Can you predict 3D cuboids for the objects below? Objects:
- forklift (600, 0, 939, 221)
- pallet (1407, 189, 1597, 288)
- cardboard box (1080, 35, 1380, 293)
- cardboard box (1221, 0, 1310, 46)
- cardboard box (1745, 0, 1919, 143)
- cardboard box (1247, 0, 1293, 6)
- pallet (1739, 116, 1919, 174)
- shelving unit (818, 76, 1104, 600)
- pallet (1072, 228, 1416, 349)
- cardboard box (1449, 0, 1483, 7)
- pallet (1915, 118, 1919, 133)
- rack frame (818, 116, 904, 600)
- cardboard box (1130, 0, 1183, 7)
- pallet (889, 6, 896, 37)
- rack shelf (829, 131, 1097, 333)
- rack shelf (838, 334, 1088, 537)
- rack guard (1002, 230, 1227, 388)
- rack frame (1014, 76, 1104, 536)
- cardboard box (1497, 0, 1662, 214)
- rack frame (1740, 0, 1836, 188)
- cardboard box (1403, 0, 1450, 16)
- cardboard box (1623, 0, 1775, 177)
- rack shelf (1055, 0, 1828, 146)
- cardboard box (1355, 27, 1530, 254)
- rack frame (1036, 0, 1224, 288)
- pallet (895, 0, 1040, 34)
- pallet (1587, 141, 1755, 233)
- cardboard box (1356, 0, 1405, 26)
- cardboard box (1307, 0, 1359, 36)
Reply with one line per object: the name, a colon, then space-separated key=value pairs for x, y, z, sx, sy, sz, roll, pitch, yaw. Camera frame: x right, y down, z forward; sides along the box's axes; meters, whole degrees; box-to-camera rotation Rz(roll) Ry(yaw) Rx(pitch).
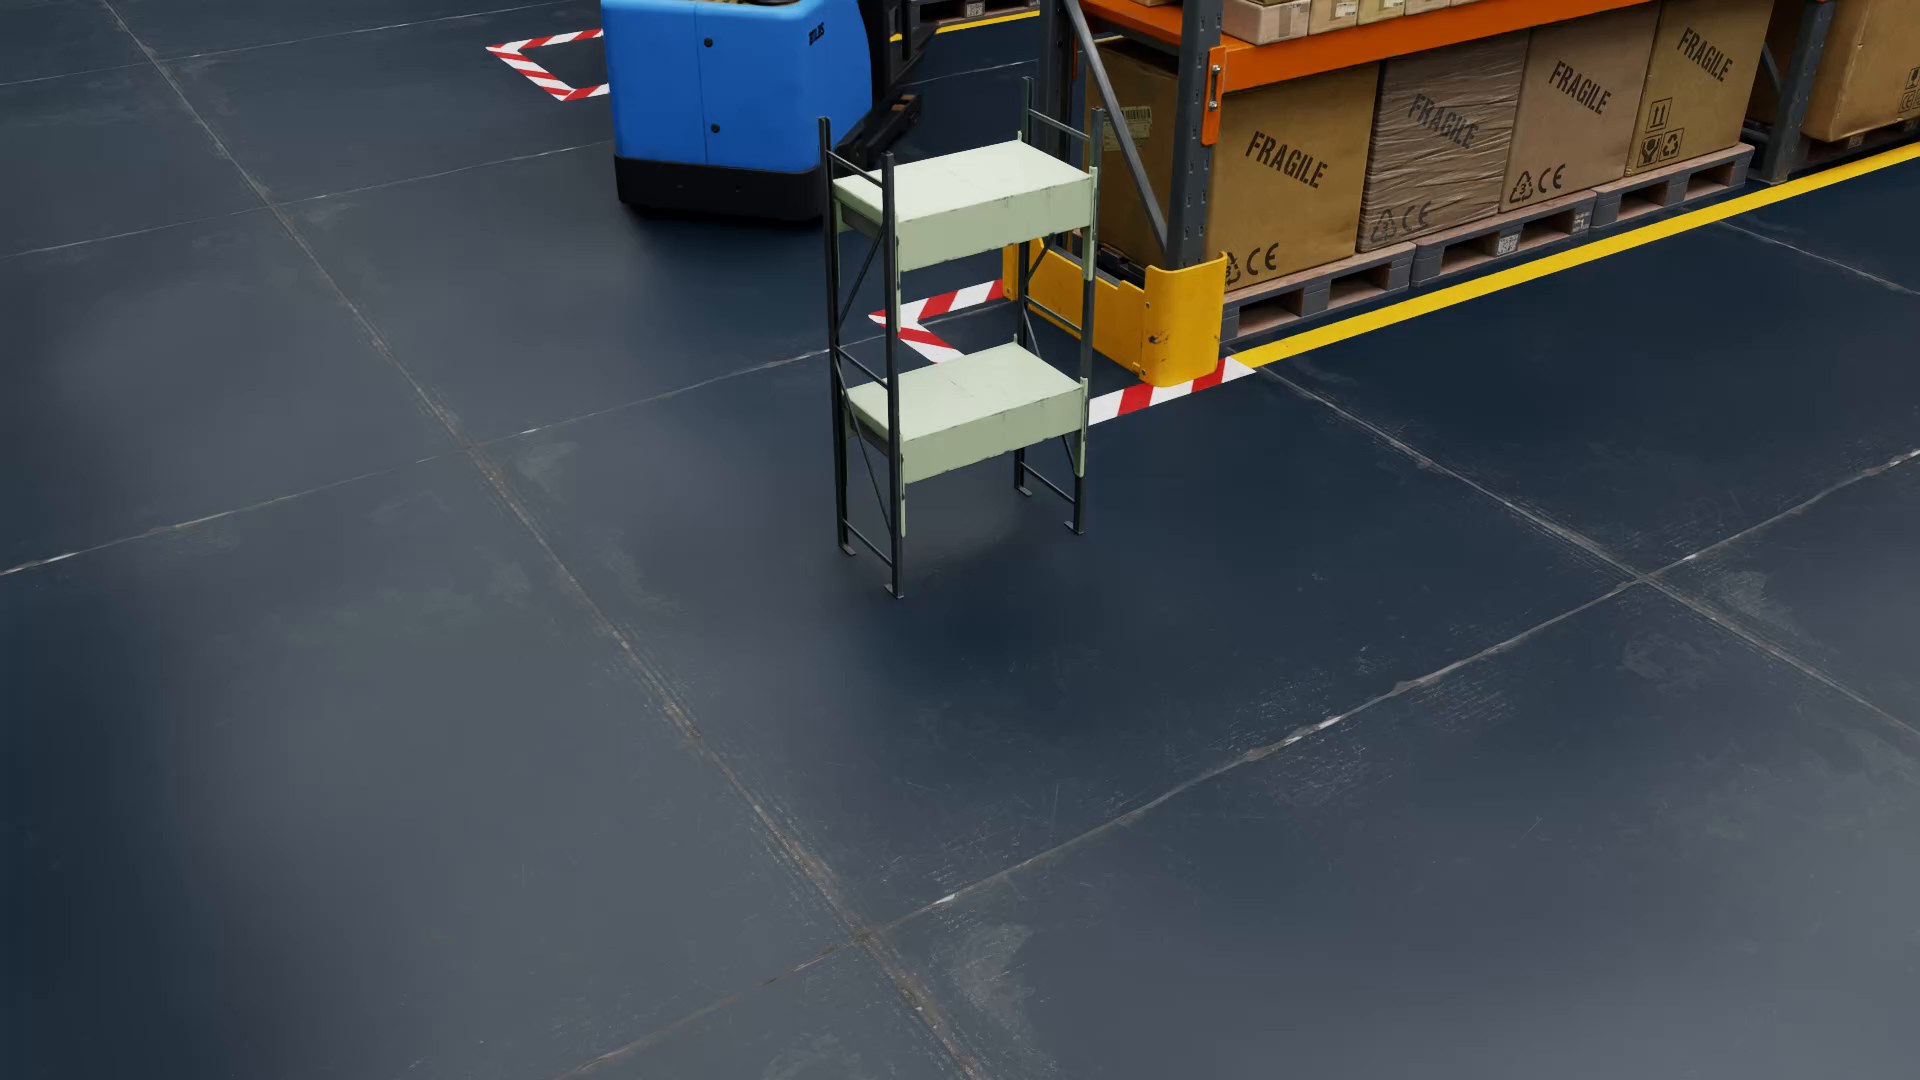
forklift: x=-0.844 y=-3.566 z=8.655 sx=1.130 sy=2.935 sz=3.031 roll=8 pitch=33 yaw=12
pallet: x=2.301 y=-1.628 z=8.132 sx=1.213 sy=0.211 sz=1.003 roll=-19 pitch=37 yaw=-27
cardboard box: x=1.142 y=-1.690 z=7.216 sx=0.875 sy=0.875 sz=0.875 roll=-19 pitch=37 yaw=-27
cardboard box: x=1.124 y=-2.039 z=6.406 sx=0.250 sy=0.149 sz=0.380 roll=-19 pitch=37 yaw=-27
cardboard box: x=4.536 y=-2.820 z=9.006 sx=0.875 sy=0.875 sz=1.225 roll=-19 pitch=37 yaw=-27
cardboard box: x=1.197 y=-2.270 z=6.399 sx=0.500 sy=0.250 sz=0.500 roll=-20 pitch=37 yaw=-28
pallet: x=4.617 y=-2.424 z=9.395 sx=1.213 sy=0.211 sz=1.003 roll=-19 pitch=37 yaw=-27
shelving unit: x=0.006 y=-0.636 z=5.353 sx=0.755 sy=1.500 sz=0.431 roll=-19 pitch=37 yaw=-27
pallet: x=1.277 y=-1.277 z=7.577 sx=1.213 sy=0.211 sz=1.003 roll=-19 pitch=37 yaw=-27
cardboard box: x=1.987 y=-2.337 z=6.878 sx=0.250 sy=0.149 sz=0.380 roll=-20 pitch=37 yaw=-28
pallet: x=5.643 y=-2.779 z=9.957 sx=1.213 sy=0.211 sz=1.003 roll=-19 pitch=37 yaw=-27
rack frame: x=-0.302 y=-0.530 z=5.185 sx=0.023 sy=1.500 sz=0.400 roll=-19 pitch=37 yaw=-27
cardboard box: x=0.768 y=-2.335 z=6.875 sx=0.250 sy=0.149 sz=0.380 roll=-18 pitch=37 yaw=-26
pallet: x=-1.189 y=-3.505 z=11.109 sx=1.213 sy=0.211 sz=1.003 roll=-19 pitch=37 yaw=-27
rack shelf: x=0.006 y=-0.966 z=5.145 sx=0.720 sy=0.370 sz=0.431 roll=-19 pitch=37 yaw=-27
rack shelf: x=0.006 y=-0.361 z=5.527 sx=0.720 sy=0.370 sz=0.431 roll=-19 pitch=37 yaw=-27
rack guard: x=0.627 y=-1.126 z=7.067 sx=0.348 sy=0.500 sz=1.175 roll=-19 pitch=37 yaw=-27
rack frame: x=0.313 y=-0.742 z=5.521 sx=0.023 sy=1.500 sz=0.400 roll=-19 pitch=37 yaw=-27
cardboard box: x=2.655 y=-2.210 z=8.041 sx=0.875 sy=0.875 sz=0.875 roll=-19 pitch=37 yaw=-27
rack frame: x=4.009 y=-3.347 z=8.244 sx=0.127 sy=3.000 sz=1.000 roll=-19 pitch=37 yaw=-27
cardboard box: x=1.773 y=-2.264 z=6.762 sx=0.250 sy=0.149 sz=0.380 roll=-20 pitch=37 yaw=-28
cardboard box: x=3.411 y=-2.471 z=8.453 sx=0.875 sy=0.875 sz=0.875 roll=-19 pitch=37 yaw=-27
rack shelf: x=2.328 y=-2.464 z=7.519 sx=4.000 sy=0.370 sz=1.077 roll=-19 pitch=37 yaw=-27
cardboard box: x=1.907 y=-1.953 z=7.633 sx=0.875 sy=0.875 sz=0.875 roll=-19 pitch=37 yaw=-27
rack frame: x=0.647 y=-2.190 z=6.411 sx=0.127 sy=3.000 sz=1.000 roll=-19 pitch=37 yaw=-27
pallet: x=-0.165 y=-3.856 z=11.665 sx=1.213 sy=0.211 sz=1.003 roll=-19 pitch=37 yaw=-27
pallet: x=3.328 y=-1.982 z=8.695 sx=1.213 sy=0.211 sz=1.003 roll=-19 pitch=37 yaw=-27
cardboard box: x=1.554 y=-2.188 z=6.642 sx=0.250 sy=0.149 sz=0.380 roll=-20 pitch=37 yaw=-28
cardboard box: x=1.339 y=-2.113 z=6.524 sx=0.250 sy=0.149 sz=0.380 roll=-20 pitch=37 yaw=-28
